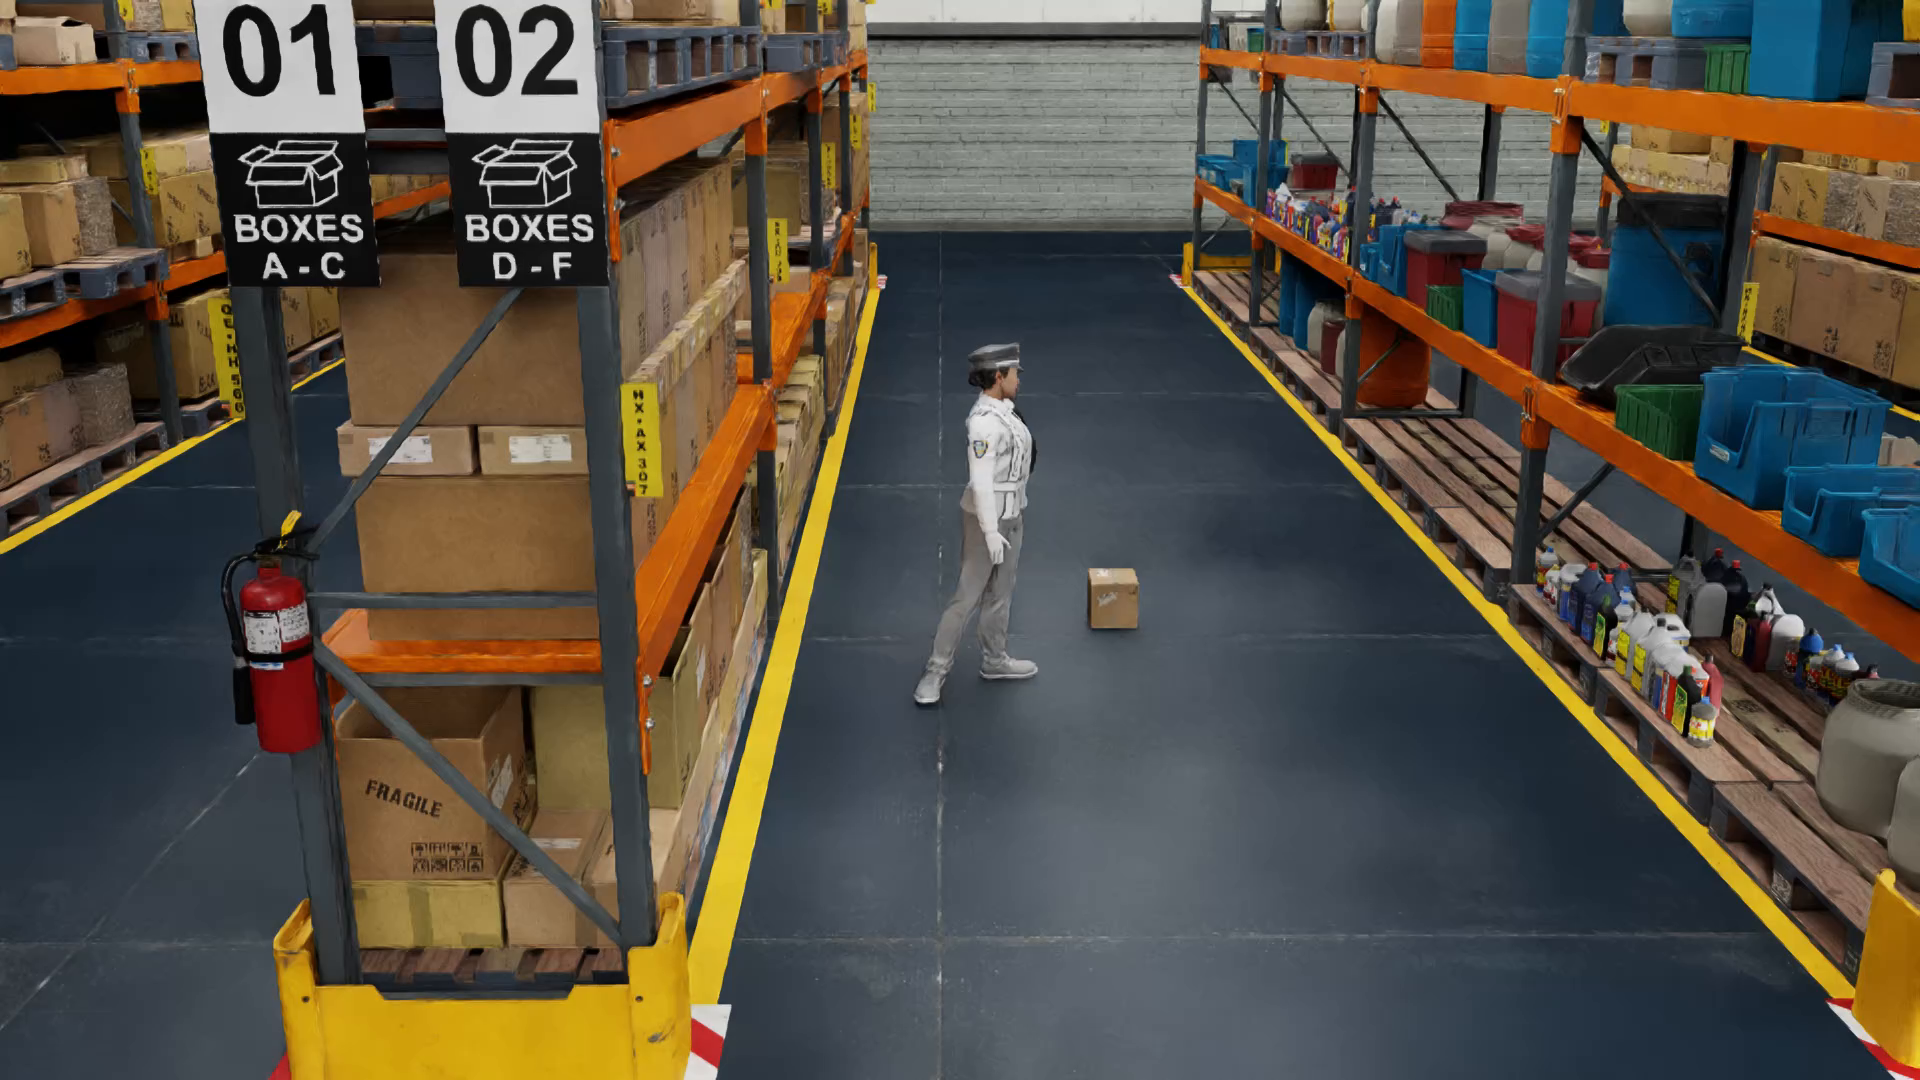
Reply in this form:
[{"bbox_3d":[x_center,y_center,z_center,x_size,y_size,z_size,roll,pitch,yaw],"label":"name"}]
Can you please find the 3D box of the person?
[{"bbox_3d":[0.078,-0.077,7.782,0.473,1.669,0.643,5,18,16],"label":"person"}]
